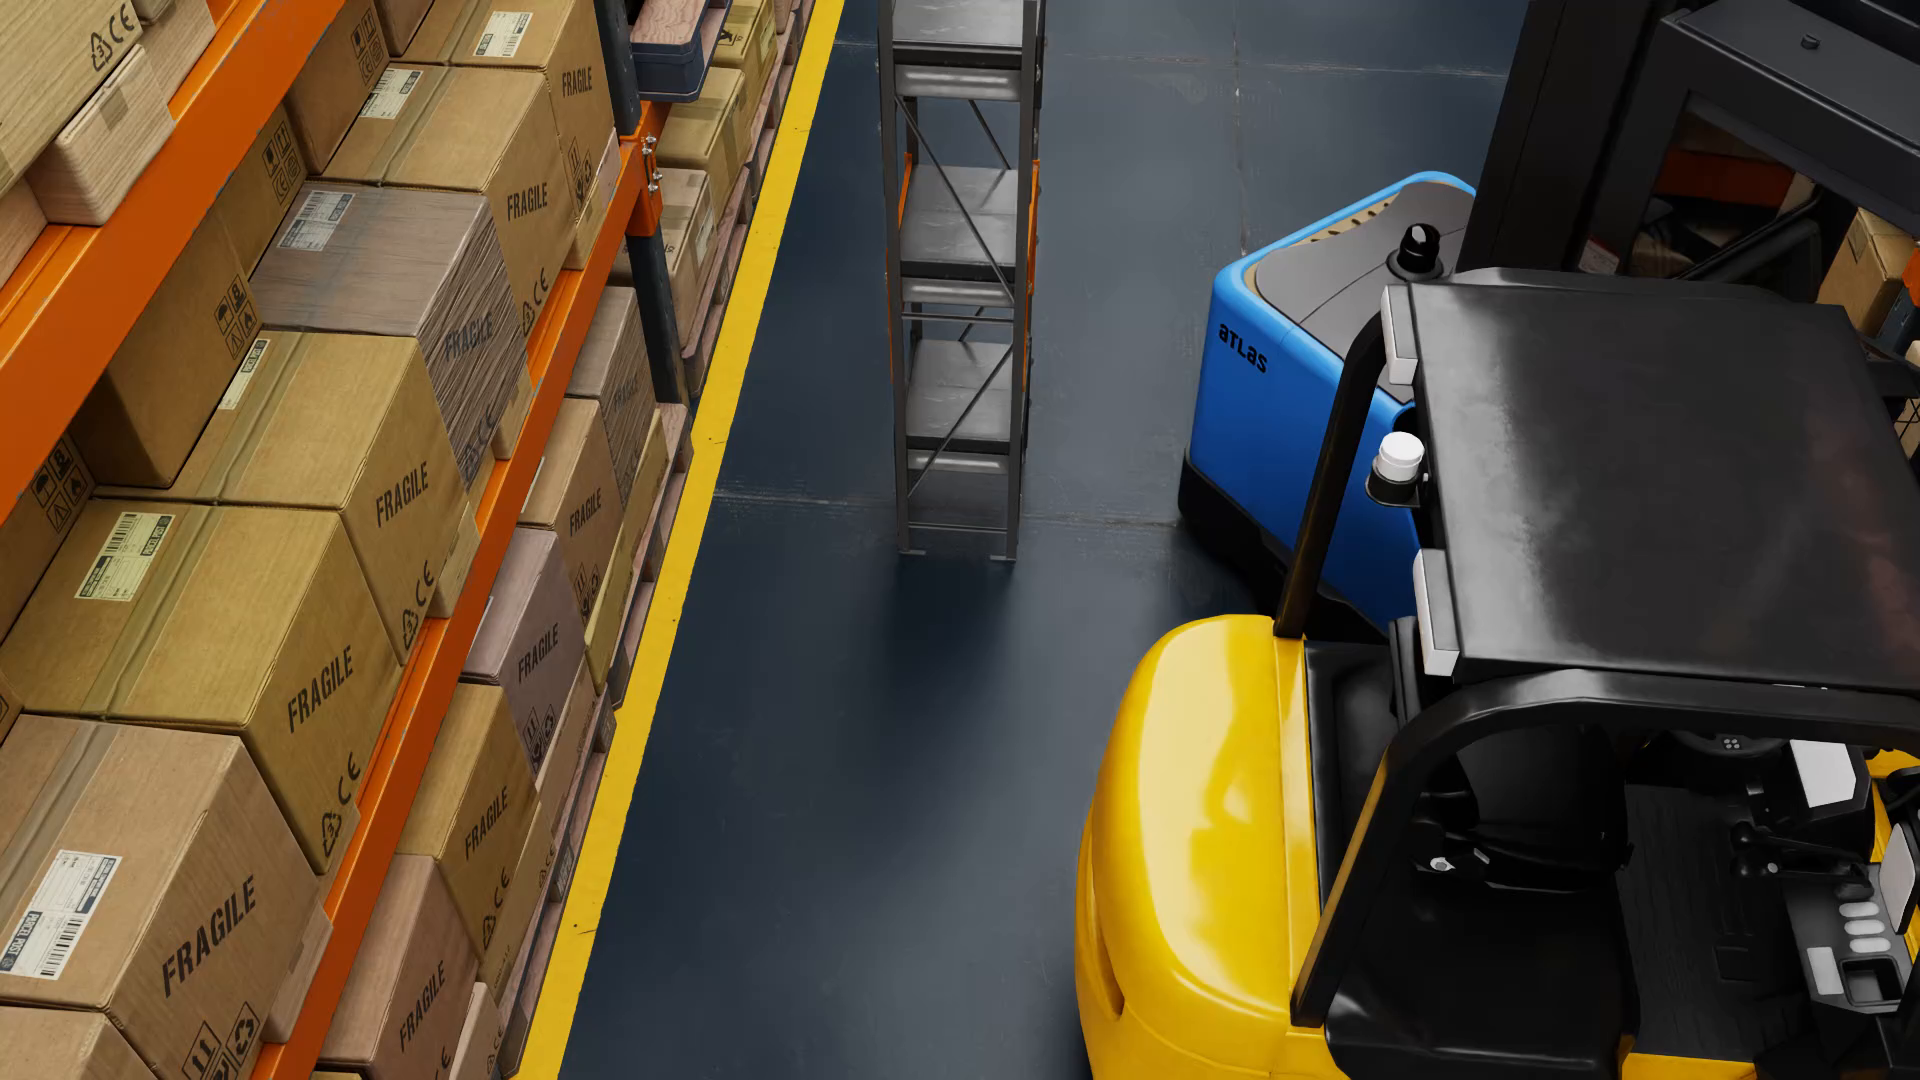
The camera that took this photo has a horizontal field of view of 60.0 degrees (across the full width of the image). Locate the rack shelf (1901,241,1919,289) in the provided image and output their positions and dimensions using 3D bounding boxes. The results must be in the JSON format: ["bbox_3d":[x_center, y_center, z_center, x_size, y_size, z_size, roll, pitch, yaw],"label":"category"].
[{"bbox_3d":[3.635,-2.333,6.339,1.077,0.370,4.000,4,48,4],"label":"rack shelf"}]

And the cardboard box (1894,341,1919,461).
[{"bbox_3d":[3.096,-0.323,4.914,0.500,0.250,0.500,3,48,3],"label":"cardboard box"}]

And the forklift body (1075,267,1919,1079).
[{"bbox_3d":[1.444,0.604,3.740,2.313,2.155,1.214,4,48,4],"label":"forklift body"}]

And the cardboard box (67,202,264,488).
[{"bbox_3d":[-1.845,-0.470,3.200,0.700,0.500,0.500,4,48,3],"label":"cardboard box"}]

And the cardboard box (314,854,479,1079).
[{"bbox_3d":[-1.461,1.059,3.819,0.500,0.500,0.500,2,48,2],"label":"cardboard box"}]

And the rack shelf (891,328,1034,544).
[{"bbox_3d":[0.015,-0.349,5.613,0.431,0.518,0.480,4,48,4],"label":"rack shelf"}]

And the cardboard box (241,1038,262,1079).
[{"bbox_3d":[-1.504,0.975,2.995,0.380,0.149,0.250,2,48,2],"label":"cardboard box"}]

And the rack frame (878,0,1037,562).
[{"bbox_3d":[-0.007,-0.651,4.922,0.400,2.100,0.015,4,48,4],"label":"rack frame"}]

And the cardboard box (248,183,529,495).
[{"bbox_3d":[-1.366,-0.468,3.876,0.500,0.500,0.500,5,48,5],"label":"cardboard box"}]

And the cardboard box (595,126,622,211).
[{"bbox_3d":[-1.216,-1.096,4.890,0.380,0.149,0.250,3,48,3],"label":"cardboard box"}]

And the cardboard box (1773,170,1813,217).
[{"bbox_3d":[3.568,-1.400,6.323,0.875,0.625,0.625,3,48,3],"label":"cardboard box"}]

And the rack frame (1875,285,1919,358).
[{"bbox_3d":[3.453,-1.106,4.729,1.000,3.000,0.127,4,48,4],"label":"rack frame"}]

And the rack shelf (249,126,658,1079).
[{"bbox_3d":[-1.673,0.275,3.953,1.077,0.370,4.000,4,48,4],"label":"rack shelf"}]

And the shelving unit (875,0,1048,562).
[{"bbox_3d":[0.015,-0.830,5.086,0.431,2.100,0.503,4,48,4],"label":"shelving unit"}]

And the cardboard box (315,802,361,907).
[{"bbox_3d":[-1.445,0.600,3.339,0.380,0.149,0.250,5,48,5],"label":"cardboard box"}]

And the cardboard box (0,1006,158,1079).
[{"bbox_3d":[-1.536,1.039,2.498,0.500,0.500,0.500,3,48,3],"label":"cardboard box"}]

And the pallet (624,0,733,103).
[{"bbox_3d":[-1.276,-1.924,5.607,1.003,0.211,1.213,4,48,4],"label":"pallet"}]

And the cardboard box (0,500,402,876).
[{"bbox_3d":[-1.447,0.283,3.189,0.500,0.500,0.500,3,48,3],"label":"cardboard box"}]

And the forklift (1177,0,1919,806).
[{"bbox_3d":[2.022,-0.401,4.130,1.130,2.935,3.031,-28,53,-23],"label":"forklift"}]

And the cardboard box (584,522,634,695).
[{"bbox_3d":[-1.315,0.194,5.119,0.500,0.250,0.500,3,48,2],"label":"cardboard box"}]

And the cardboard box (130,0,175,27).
[{"bbox_3d":[-1.400,-1.037,2.533,0.500,0.250,0.500,5,48,4],"label":"cardboard box"}]

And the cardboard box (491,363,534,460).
[{"bbox_3d":[-1.306,-0.349,4.207,0.380,0.149,0.250,3,48,3],"label":"cardboard box"}]

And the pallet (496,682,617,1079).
[{"bbox_3d":[-1.625,0.899,4.785,1.003,0.211,1.213,4,48,4],"label":"pallet"}]

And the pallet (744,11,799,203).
[{"bbox_3d":[-1.312,-1.967,7.406,1.003,0.211,1.213,4,48,4],"label":"pallet"}]

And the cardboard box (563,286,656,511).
[{"bbox_3d":[-1.277,-0.451,5.200,0.500,0.500,0.500,3,48,3],"label":"cardboard box"}]

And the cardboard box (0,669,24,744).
[{"bbox_3d":[-1.972,0.269,2.524,0.700,0.500,0.500,4,48,4],"label":"cardboard box"}]

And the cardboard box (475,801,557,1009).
[{"bbox_3d":[-1.415,0.938,4.438,0.500,0.250,0.500,7,48,6],"label":"cardboard box"}]

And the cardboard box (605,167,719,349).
[{"bbox_3d":[-1.445,-1.078,6.199,0.950,0.372,0.625,4,48,4],"label":"cardboard box"}]

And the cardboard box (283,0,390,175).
[{"bbox_3d":[-1.815,-1.226,3.892,0.700,0.500,0.500,4,48,4],"label":"cardboard box"}]

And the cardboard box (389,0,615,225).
[{"bbox_3d":[-1.283,-1.228,4.571,0.500,0.500,0.500,3,48,3],"label":"cardboard box"}]

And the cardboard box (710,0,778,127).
[{"bbox_3d":[-1.321,-2.117,7.150,0.950,0.372,0.625,5,48,5],"label":"cardboard box"}]

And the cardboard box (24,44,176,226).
[{"bbox_3d":[-1.388,-0.597,2.401,0.380,0.149,0.250,4,48,4],"label":"cardboard box"}]

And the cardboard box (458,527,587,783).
[{"bbox_3d":[-1.367,0.298,4.516,0.500,0.500,0.500,6,48,6],"label":"cardboard box"}]

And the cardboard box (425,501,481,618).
[{"bbox_3d":[-1.346,0.029,3.861,0.380,0.149,0.250,4,48,4],"label":"cardboard box"}]
